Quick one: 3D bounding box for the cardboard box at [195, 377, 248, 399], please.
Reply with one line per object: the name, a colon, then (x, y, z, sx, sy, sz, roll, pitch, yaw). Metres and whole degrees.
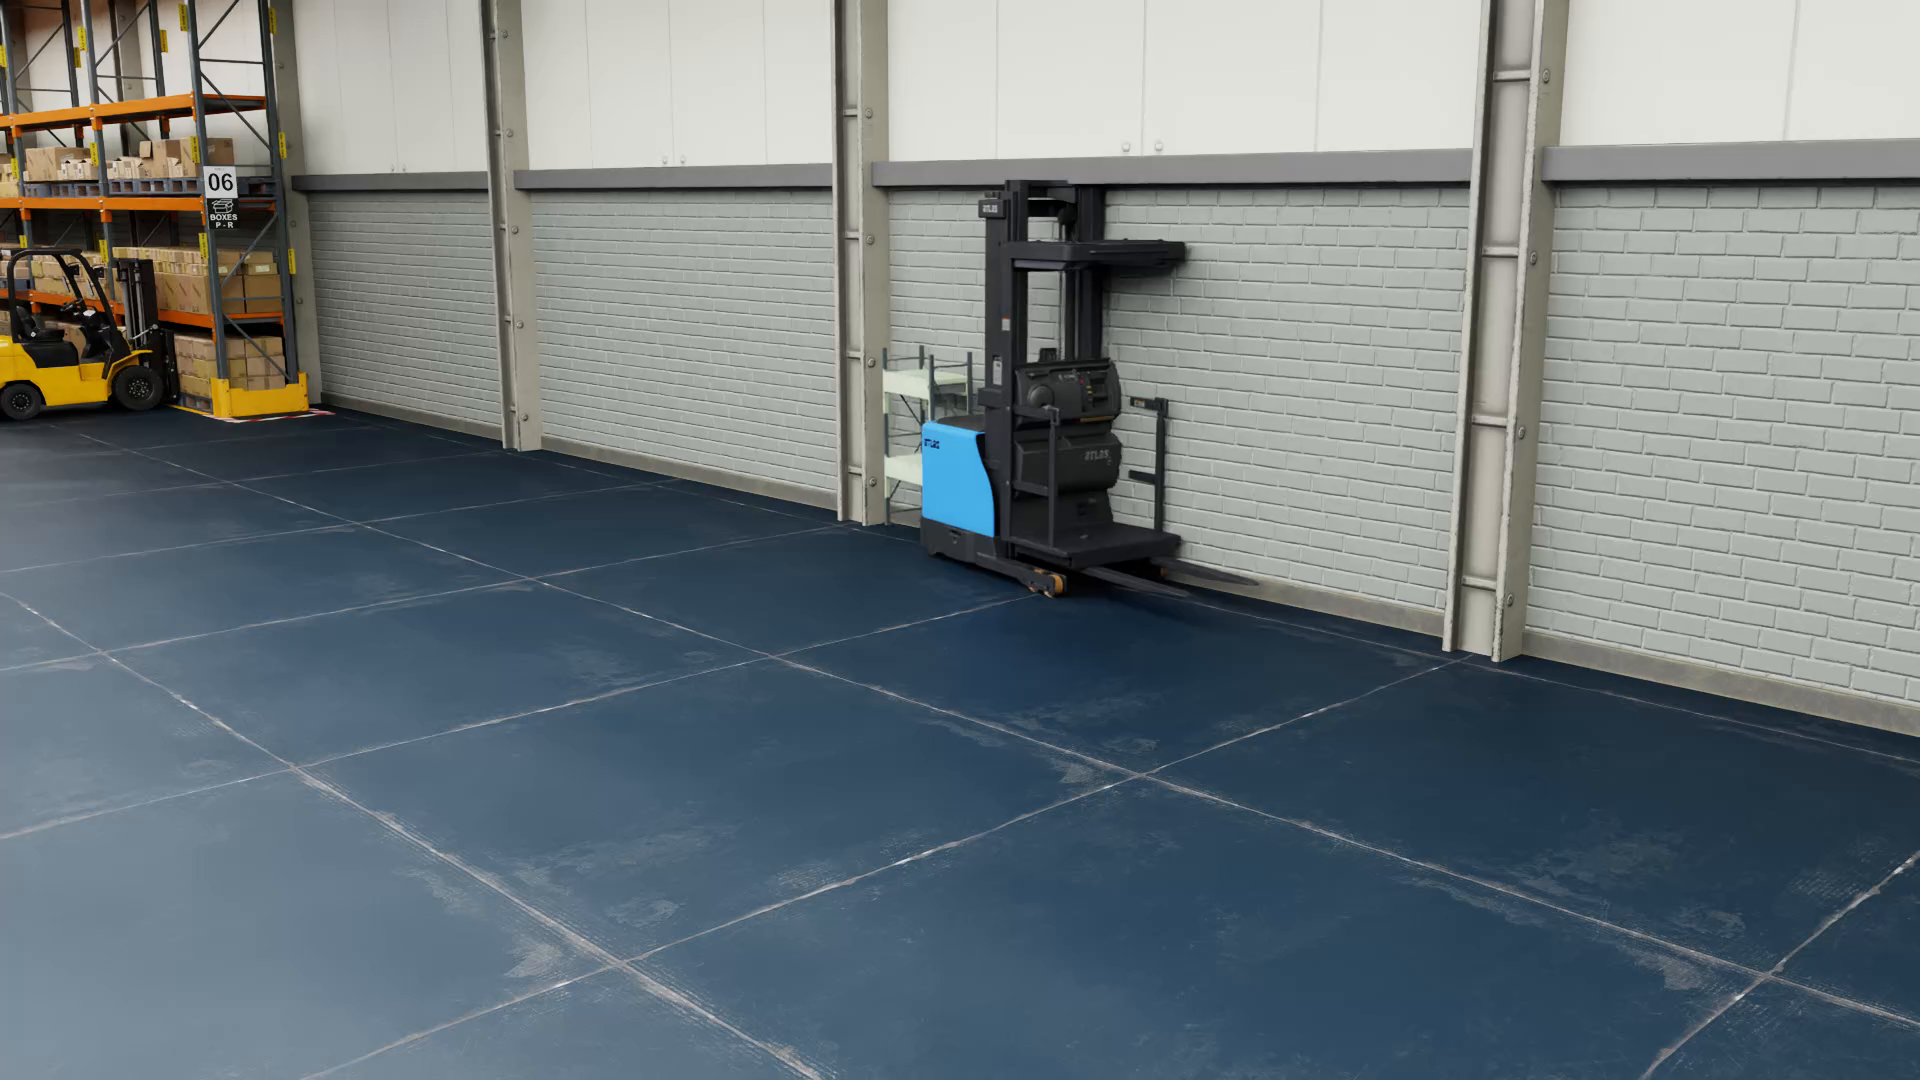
cardboard box: (-9.855, -2.049, 22.196, 0.500, 0.250, 0.500, -11, 16, -42)

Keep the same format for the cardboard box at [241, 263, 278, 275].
cardboard box: (-9.349, -3.618, 22.182, 0.250, 0.149, 0.380, 11, 16, 44)

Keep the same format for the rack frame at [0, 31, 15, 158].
rack frame: (-17.589, -7.855, 29.737, 1.000, 3.000, 0.127, -11, 16, -43)

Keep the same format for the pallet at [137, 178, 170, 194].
pallet: (-10.618, -4.876, 22.931, 1.003, 0.211, 1.213, -11, 16, -43)

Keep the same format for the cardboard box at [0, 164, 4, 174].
cardboard box: (-15.998, -6.231, 27.937, 0.380, 0.149, 0.250, -11, 16, -44)

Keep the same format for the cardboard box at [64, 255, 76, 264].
cardboard box: (-13.604, -4.345, 25.713, 0.250, 0.149, 0.380, 11, 16, 44)

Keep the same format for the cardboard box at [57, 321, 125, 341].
cardboard box: (-13.949, -3.188, 26.798, 0.875, 0.625, 0.625, -10, 15, -41)

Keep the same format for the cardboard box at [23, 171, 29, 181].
cardboard box: (-14.805, -5.849, 26.725, 0.380, 0.166, 0.250, -11, 16, -43)

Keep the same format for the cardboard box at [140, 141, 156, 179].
cardboard box: (-10.795, -5.225, 22.859, 0.797, 0.503, 0.637, -10, 15, -41)

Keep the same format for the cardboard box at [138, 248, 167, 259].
cardboard box: (-11.328, -4.026, 23.428, 0.380, 0.149, 0.250, -11, 16, -43)

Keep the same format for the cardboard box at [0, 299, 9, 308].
cardboard box: (-17.320, -4.241, 29.871, 0.250, 0.149, 0.380, 11, 16, 42)

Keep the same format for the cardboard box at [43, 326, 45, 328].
cardboard box: (-15.274, -3.346, 27.873, 0.500, 0.500, 0.500, -10, 15, -41)

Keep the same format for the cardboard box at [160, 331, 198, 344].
cardboard box: (-10.903, -2.759, 23.164, 0.500, 0.250, 0.500, -11, 16, -44)

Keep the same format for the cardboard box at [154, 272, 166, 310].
cardboard box: (-10.893, -3.473, 23.088, 0.500, 0.500, 0.500, -11, 16, -42)

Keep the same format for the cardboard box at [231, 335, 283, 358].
cardboard box: (-9.497, -2.611, 22.445, 0.500, 0.250, 0.500, -11, 16, -43)

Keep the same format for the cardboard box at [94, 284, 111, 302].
cardboard box: (-12.601, -3.713, 24.871, 0.500, 0.250, 0.500, -10, 16, -41)

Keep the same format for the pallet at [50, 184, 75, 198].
pallet: (-13.519, -5.460, 26.015, 1.003, 0.211, 1.213, -10, 15, -40)

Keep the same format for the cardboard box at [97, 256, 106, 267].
cardboard box: (-12.652, -4.170, 24.863, 0.380, 0.149, 0.250, -11, 16, -43)

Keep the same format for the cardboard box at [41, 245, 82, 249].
cardboard box: (-15.069, -4.685, 27.927, 0.500, 0.500, 0.500, -10, 15, -40)

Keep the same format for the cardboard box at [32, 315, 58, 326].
cardboard box: (-15.351, -3.669, 27.832, 0.250, 0.149, 0.380, 11, 16, 42)

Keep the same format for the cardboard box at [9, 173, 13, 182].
cardboard box: (-15.573, -6.025, 27.670, 0.380, 0.149, 0.250, -10, 16, -41)

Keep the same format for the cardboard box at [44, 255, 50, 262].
cardboard box: (-14.438, -4.539, 26.656, 0.380, 0.149, 0.250, -10, 16, -41)

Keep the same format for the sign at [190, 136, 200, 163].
sign: (-9.704, -4.956, 21.101, 0.100, 0.325, 0.005, -11, 16, -43)

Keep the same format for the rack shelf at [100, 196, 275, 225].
rack shelf: (-10.683, -4.574, 23.029, 1.077, 0.370, 4.000, -11, 16, -43)

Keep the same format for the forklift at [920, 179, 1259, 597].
forklift: (0.923, -1.134, 12.154, 1.130, 2.935, 3.031, -8, 14, -33)

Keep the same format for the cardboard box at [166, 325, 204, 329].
cardboard box: (-11.224, -2.981, 24.243, 0.500, 0.250, 0.500, -11, 16, -43)

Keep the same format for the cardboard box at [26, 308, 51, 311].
cardboard box: (-16.419, -4.049, 29.677, 0.380, 0.149, 0.250, -10, 16, -41)

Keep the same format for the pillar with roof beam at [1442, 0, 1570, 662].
pillar with roof beam: (0.186, -3.104, 6.677, 9.100, 9.000, 0.400, -11, 16, -43)

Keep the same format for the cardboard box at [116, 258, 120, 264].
cardboard box: (-12.034, -4.033, 24.197, 0.380, 0.149, 0.250, -11, 16, -43)

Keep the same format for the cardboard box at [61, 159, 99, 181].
cardboard box: (-13.270, -5.613, 25.221, 0.500, 0.311, 0.500, 11, 16, 43)

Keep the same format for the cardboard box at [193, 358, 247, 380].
cardboard box: (-9.864, -2.297, 22.160, 0.500, 0.250, 0.500, -11, 16, -43)

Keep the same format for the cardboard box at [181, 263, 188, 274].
cardboard box: (-10.240, -3.661, 22.392, 0.380, 0.149, 0.250, -11, 16, -43)

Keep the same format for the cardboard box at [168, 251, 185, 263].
cardboard box: (-10.473, -3.836, 22.505, 0.380, 0.149, 0.250, -10, 16, -41)

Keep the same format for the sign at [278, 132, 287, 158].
sign: (-8.896, -5.178, 21.815, 0.100, 0.325, 0.005, -11, 16, -43)

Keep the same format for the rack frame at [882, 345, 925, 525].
rack frame: (-0.469, -0.884, 14.045, 0.400, 1.500, 0.023, -8, 14, -32)

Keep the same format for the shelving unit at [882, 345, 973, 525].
shelving unit: (-0.268, -0.822, 13.746, 0.431, 1.500, 0.755, -8, 14, -32)

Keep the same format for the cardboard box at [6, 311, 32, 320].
cardboard box: (-16.379, -3.909, 28.999, 0.380, 0.149, 0.250, -11, 16, -42)

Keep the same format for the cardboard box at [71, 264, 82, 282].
cardboard box: (-13.298, -4.106, 25.541, 0.500, 0.250, 0.500, -10, 16, -41)

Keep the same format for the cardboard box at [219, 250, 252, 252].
cardboard box: (-9.888, -3.874, 22.690, 0.380, 0.149, 0.250, -11, 16, -42)

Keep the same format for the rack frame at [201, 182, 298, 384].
rack frame: (-9.302, -3.165, 21.842, 1.000, 3.000, 0.127, -11, 16, -43)

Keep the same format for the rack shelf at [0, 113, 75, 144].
rack shelf: (-16.208, -7.015, 28.434, 1.077, 0.370, 4.000, -11, 16, -43)

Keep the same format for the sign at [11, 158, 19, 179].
sign: (-15.220, -5.980, 26.789, 0.100, 0.325, 0.005, -11, 16, -43)

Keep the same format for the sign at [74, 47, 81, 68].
sign: (-14.428, -7.884, 27.172, 0.100, 0.325, 0.005, -11, 16, -43)

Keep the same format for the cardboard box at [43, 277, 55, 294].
cardboard box: (-14.353, -4.087, 26.685, 0.500, 0.250, 0.500, -11, 16, -44)

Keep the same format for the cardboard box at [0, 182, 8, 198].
cardboard box: (-15.704, -5.843, 27.777, 0.500, 0.250, 0.500, -11, 16, -42)
